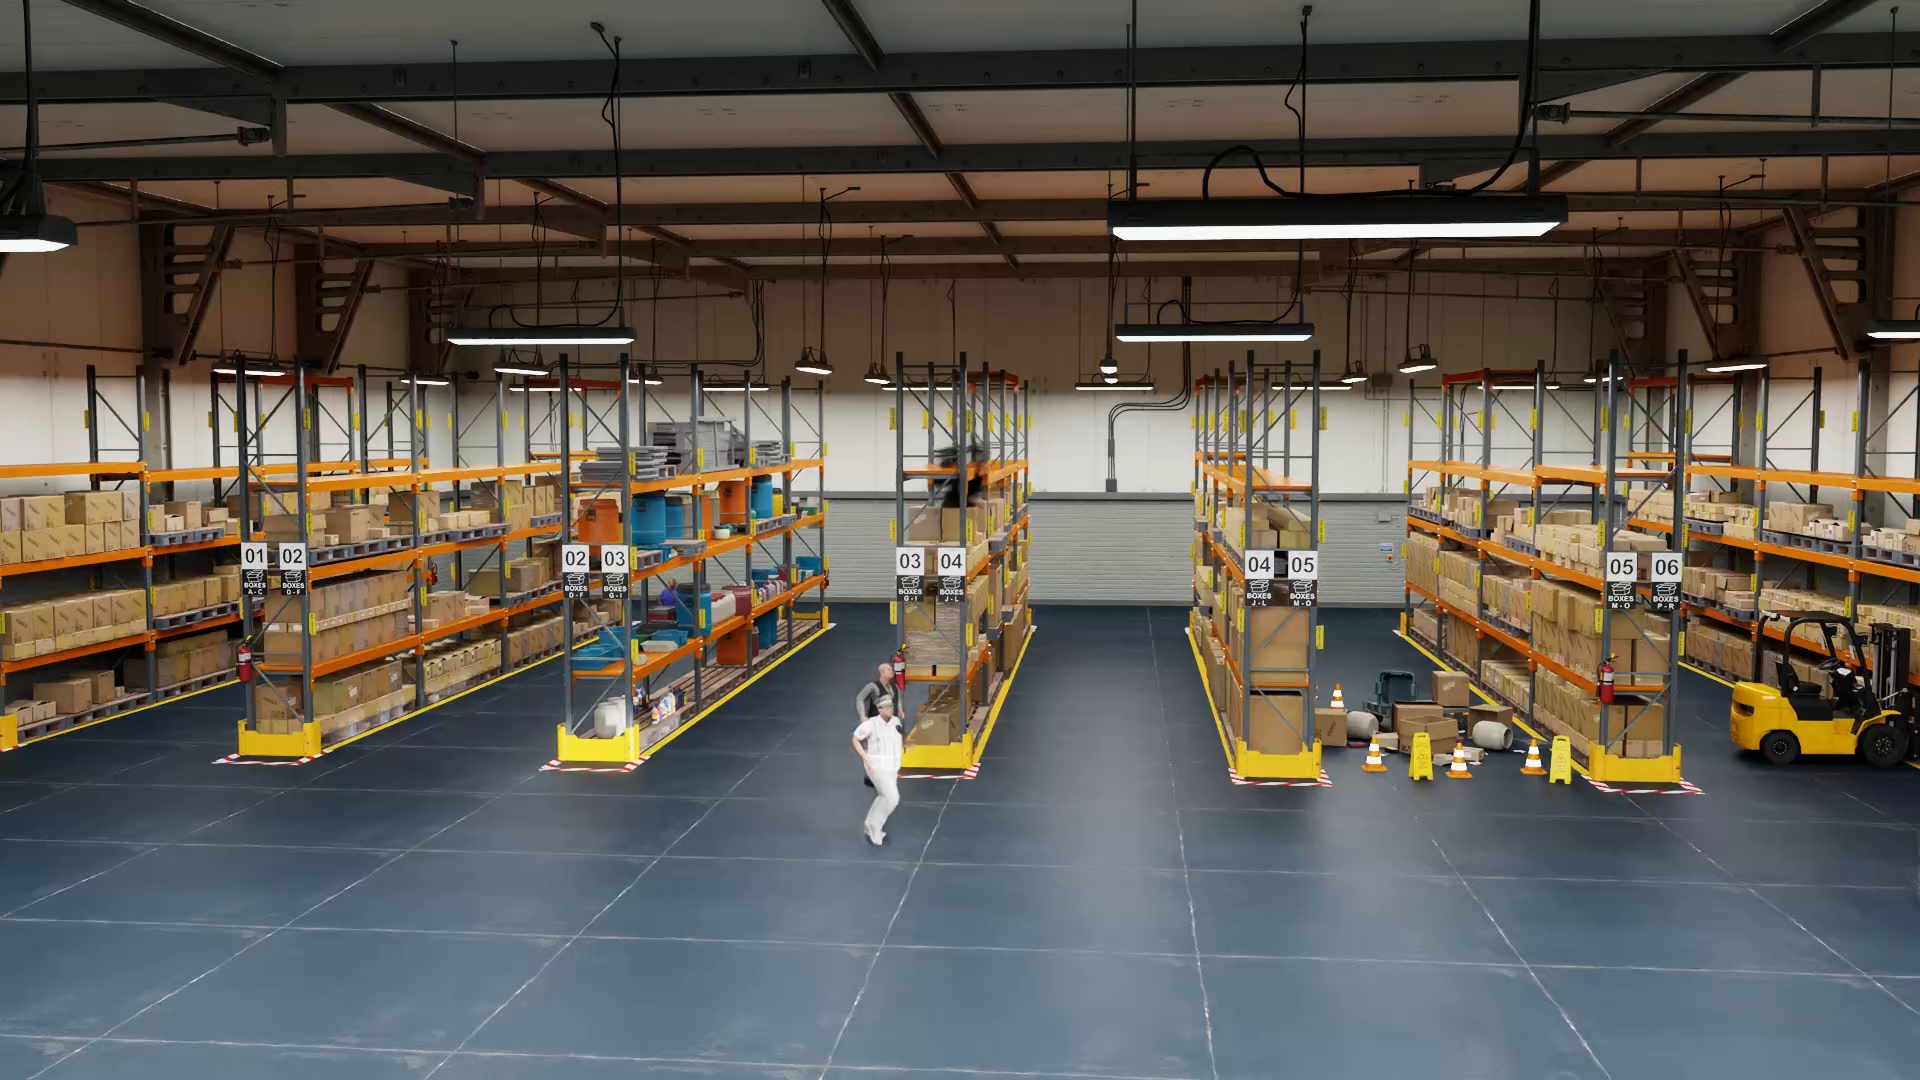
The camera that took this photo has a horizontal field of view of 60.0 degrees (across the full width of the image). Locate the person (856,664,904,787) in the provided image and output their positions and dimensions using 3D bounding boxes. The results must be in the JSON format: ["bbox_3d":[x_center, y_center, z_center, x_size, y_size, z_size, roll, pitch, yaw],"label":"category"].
[{"bbox_3d":[-1.009,2.539,22.821,0.604,1.674,0.651,3,5,39],"label":"person"}]

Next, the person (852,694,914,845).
[{"bbox_3d":[-0.873,2.733,19.797,0.715,1.811,0.630,3,5,38],"label":"person"}]

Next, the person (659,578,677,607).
[{"bbox_3d":[-6.281,1.641,36.086,0.574,1.601,0.548,0,4,-2],"label":"person"}]

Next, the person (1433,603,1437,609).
[{"bbox_3d":[11.718,1.370,40.385,0.665,1.511,0.792,-4,6,-44],"label":"person"}]
